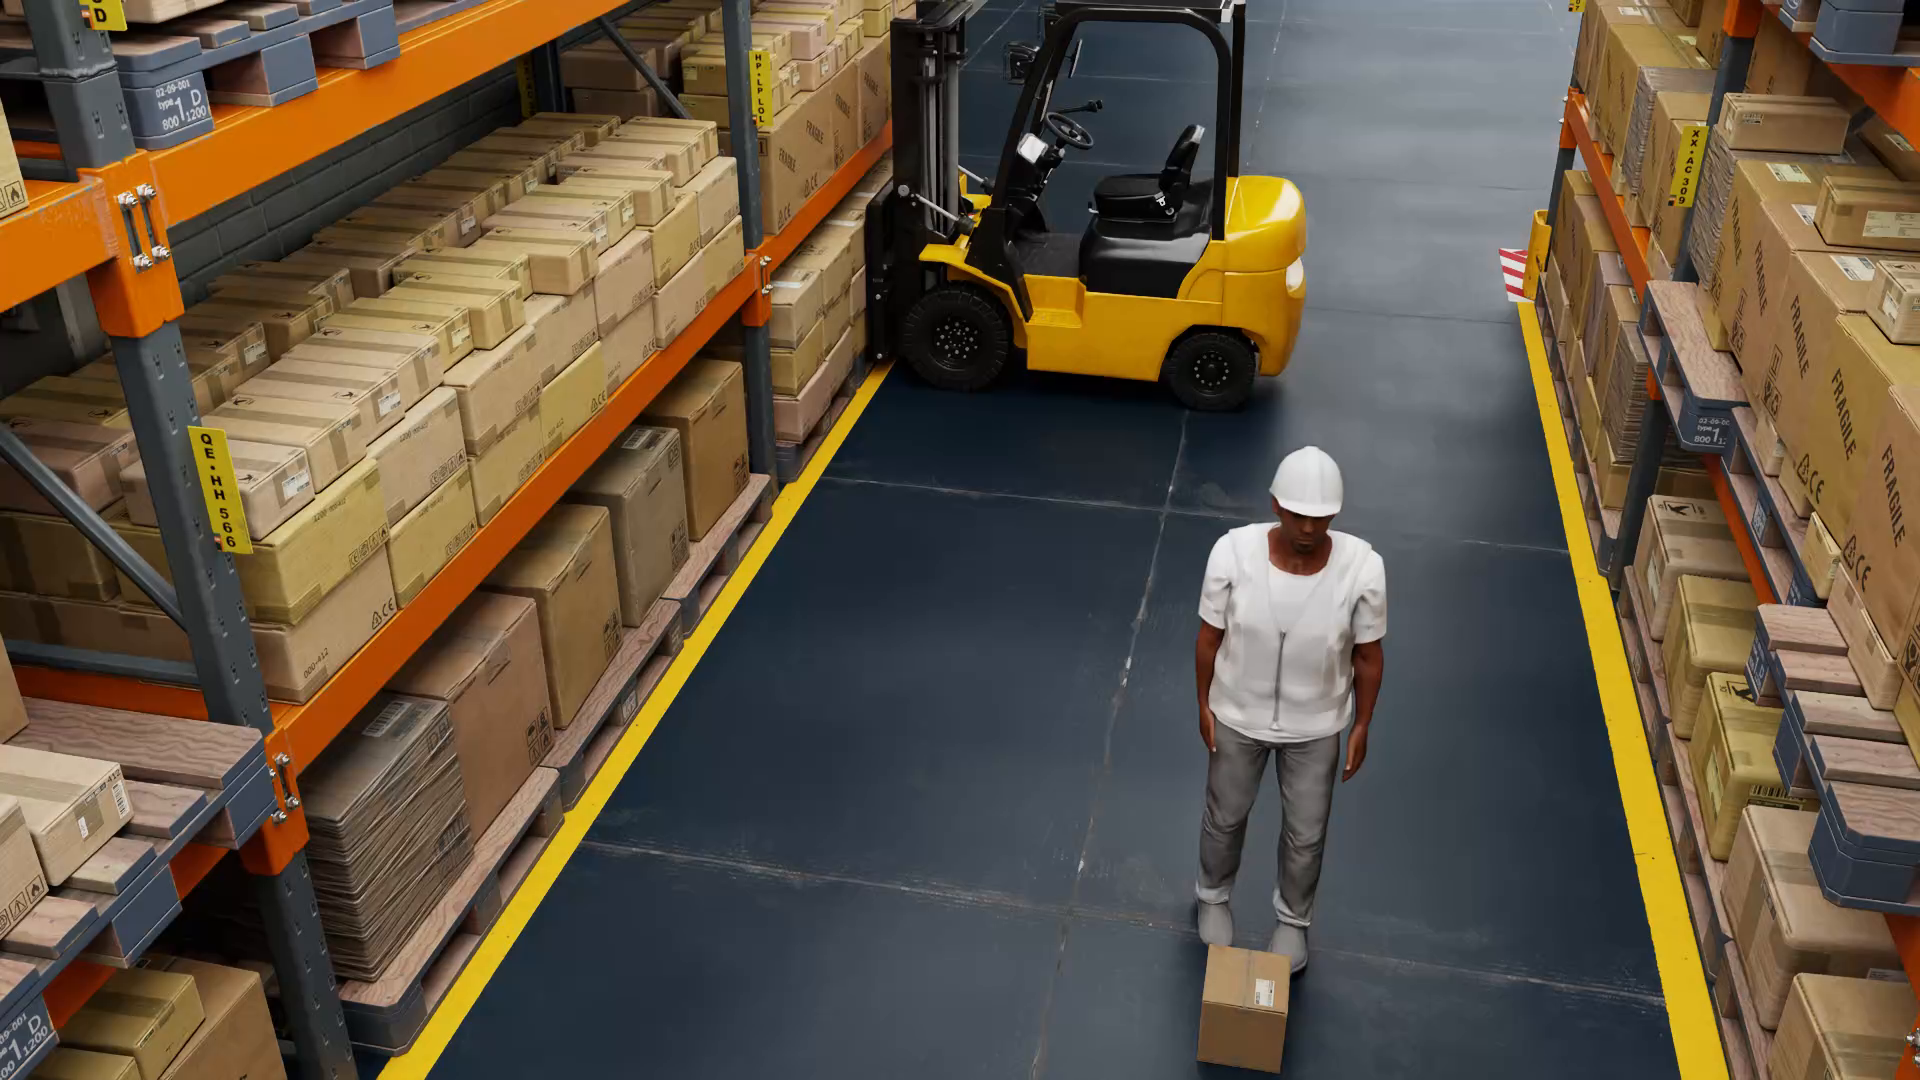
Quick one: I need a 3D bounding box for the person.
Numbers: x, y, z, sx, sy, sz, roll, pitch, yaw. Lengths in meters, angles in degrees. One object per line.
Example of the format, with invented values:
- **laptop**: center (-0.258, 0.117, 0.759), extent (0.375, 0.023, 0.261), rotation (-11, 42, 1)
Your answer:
- **person**: center (0.987, 0.552, 5.113), extent (0.565, 1.782, 0.387), rotation (7, 29, 12)
